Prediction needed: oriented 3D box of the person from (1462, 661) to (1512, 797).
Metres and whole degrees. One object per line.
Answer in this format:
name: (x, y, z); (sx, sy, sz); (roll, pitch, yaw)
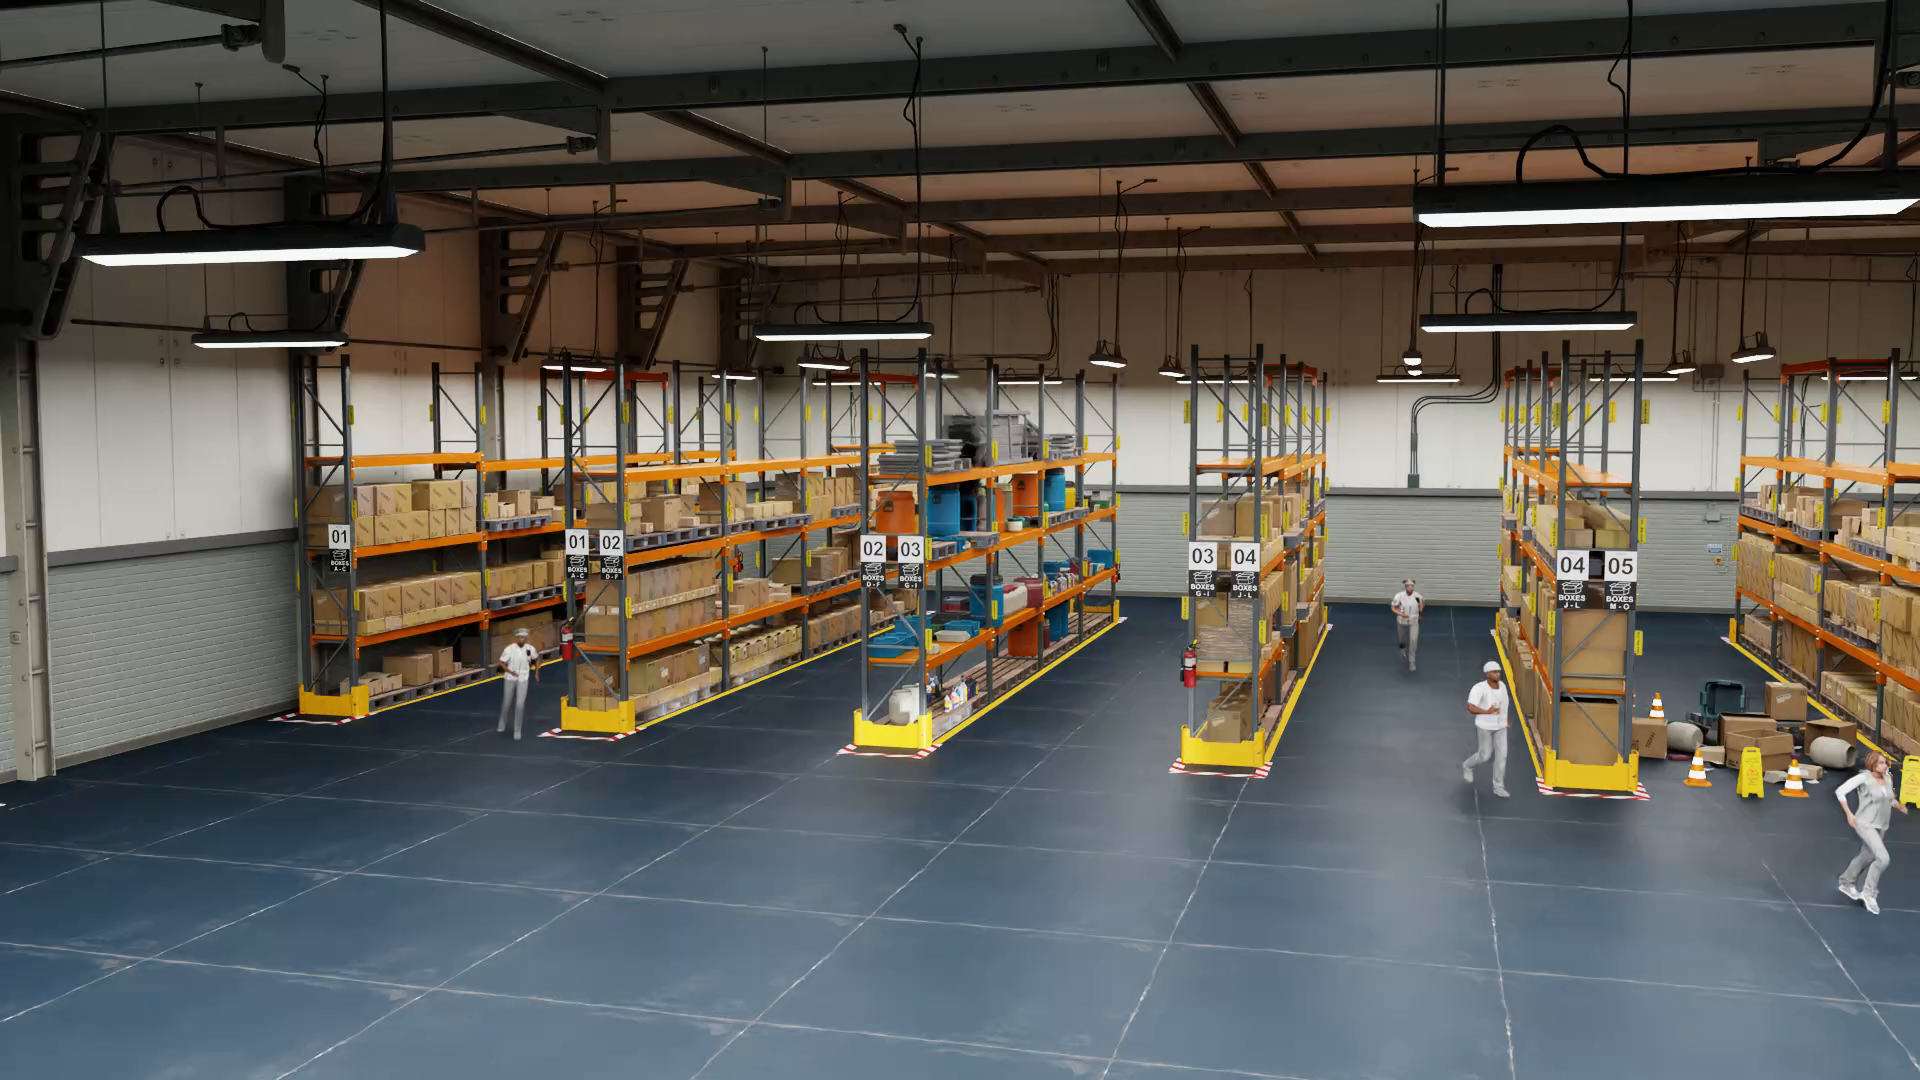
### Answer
person: (6.996, 2.466, 21.988); (0.712, 1.747, 0.873); (-1, 5, -19)

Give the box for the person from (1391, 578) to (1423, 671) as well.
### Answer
person: (8.897, 1.654, 33.103); (0.630, 1.796, 1.140); (1, 4, 13)

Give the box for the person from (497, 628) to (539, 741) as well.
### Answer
person: (-6.887, 2.225, 25.970); (0.660, 1.702, 0.847); (-2, 5, -20)

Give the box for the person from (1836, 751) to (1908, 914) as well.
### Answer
person: (9.263, 2.944, 16.895); (0.524, 1.623, 0.704); (-2, 5, -25)
